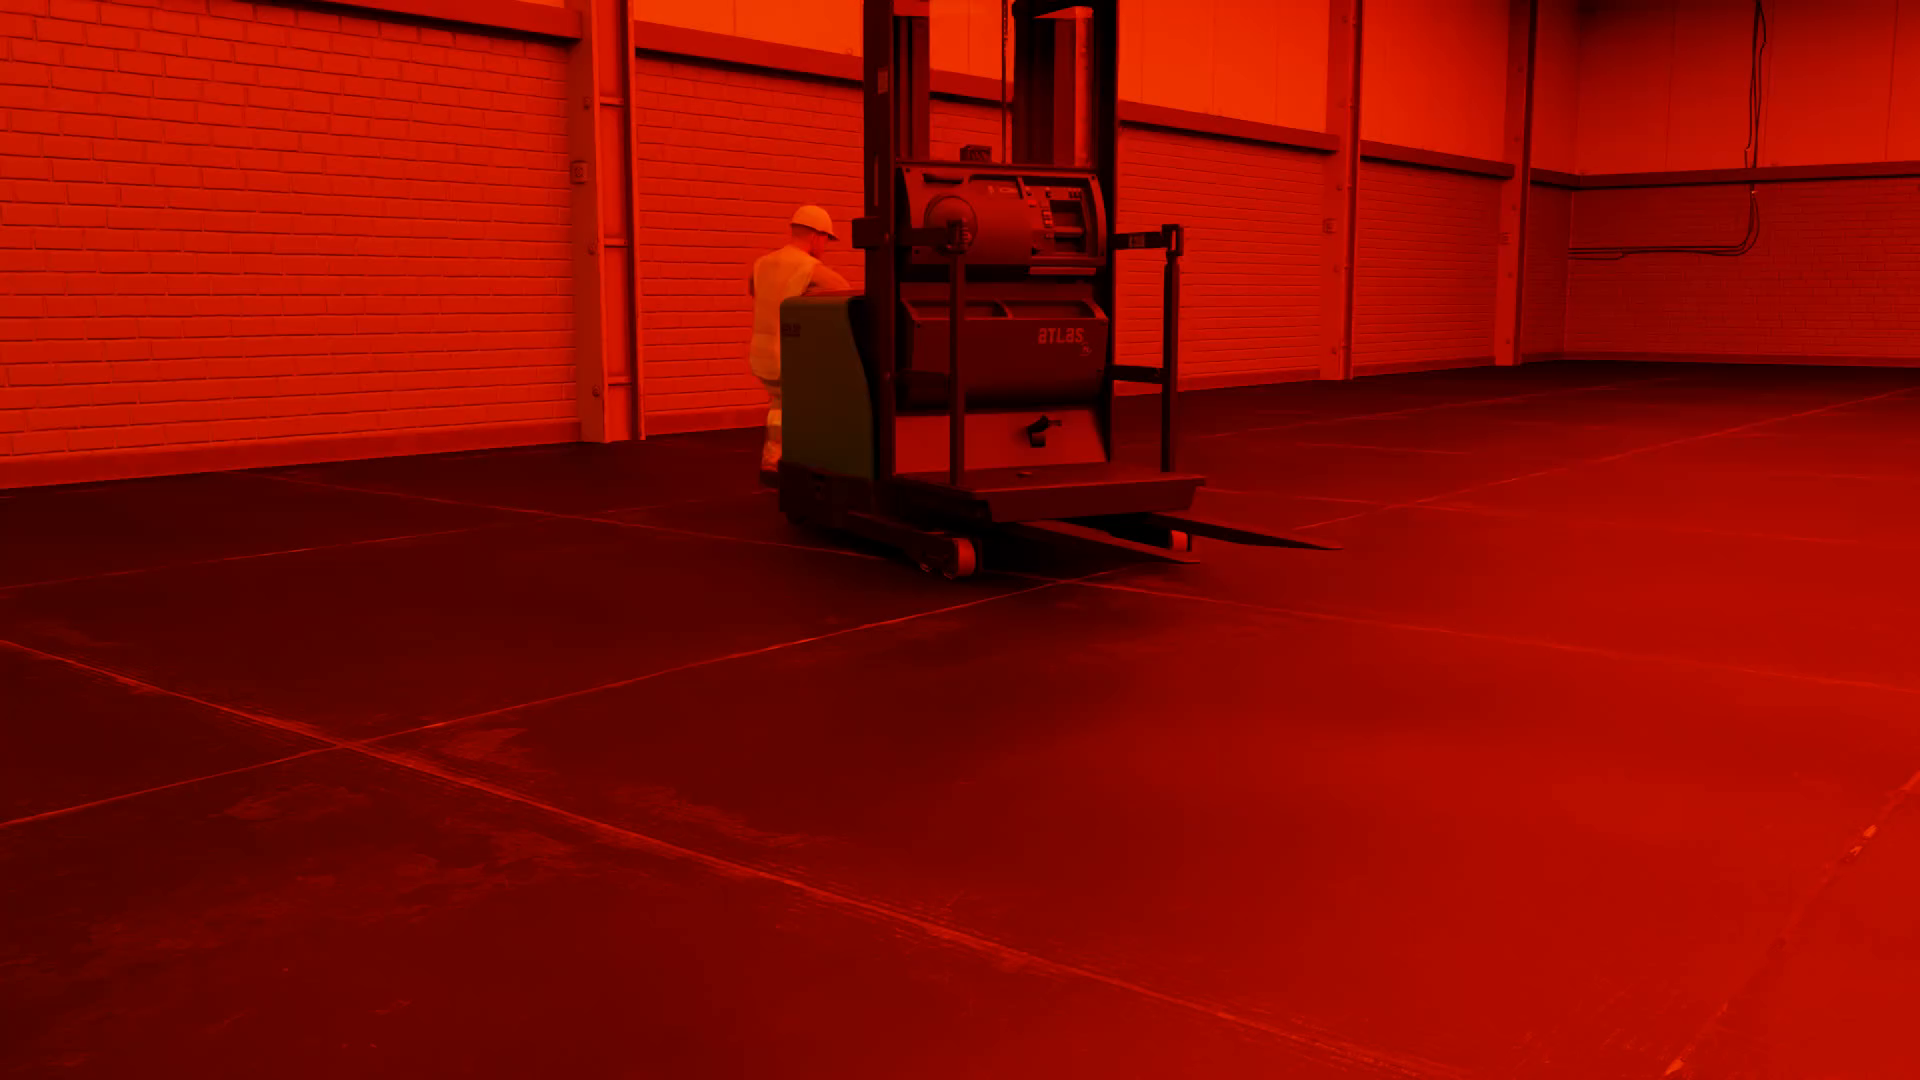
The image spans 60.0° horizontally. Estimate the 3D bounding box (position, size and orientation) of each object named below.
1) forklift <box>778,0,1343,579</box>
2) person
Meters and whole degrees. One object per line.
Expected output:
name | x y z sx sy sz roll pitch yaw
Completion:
forklift | 0.294 -1.373 6.664 1.130 2.935 3.031 -5 9 -28
person | -0.723 -0.970 8.740 0.980 1.541 0.761 8 12 43
